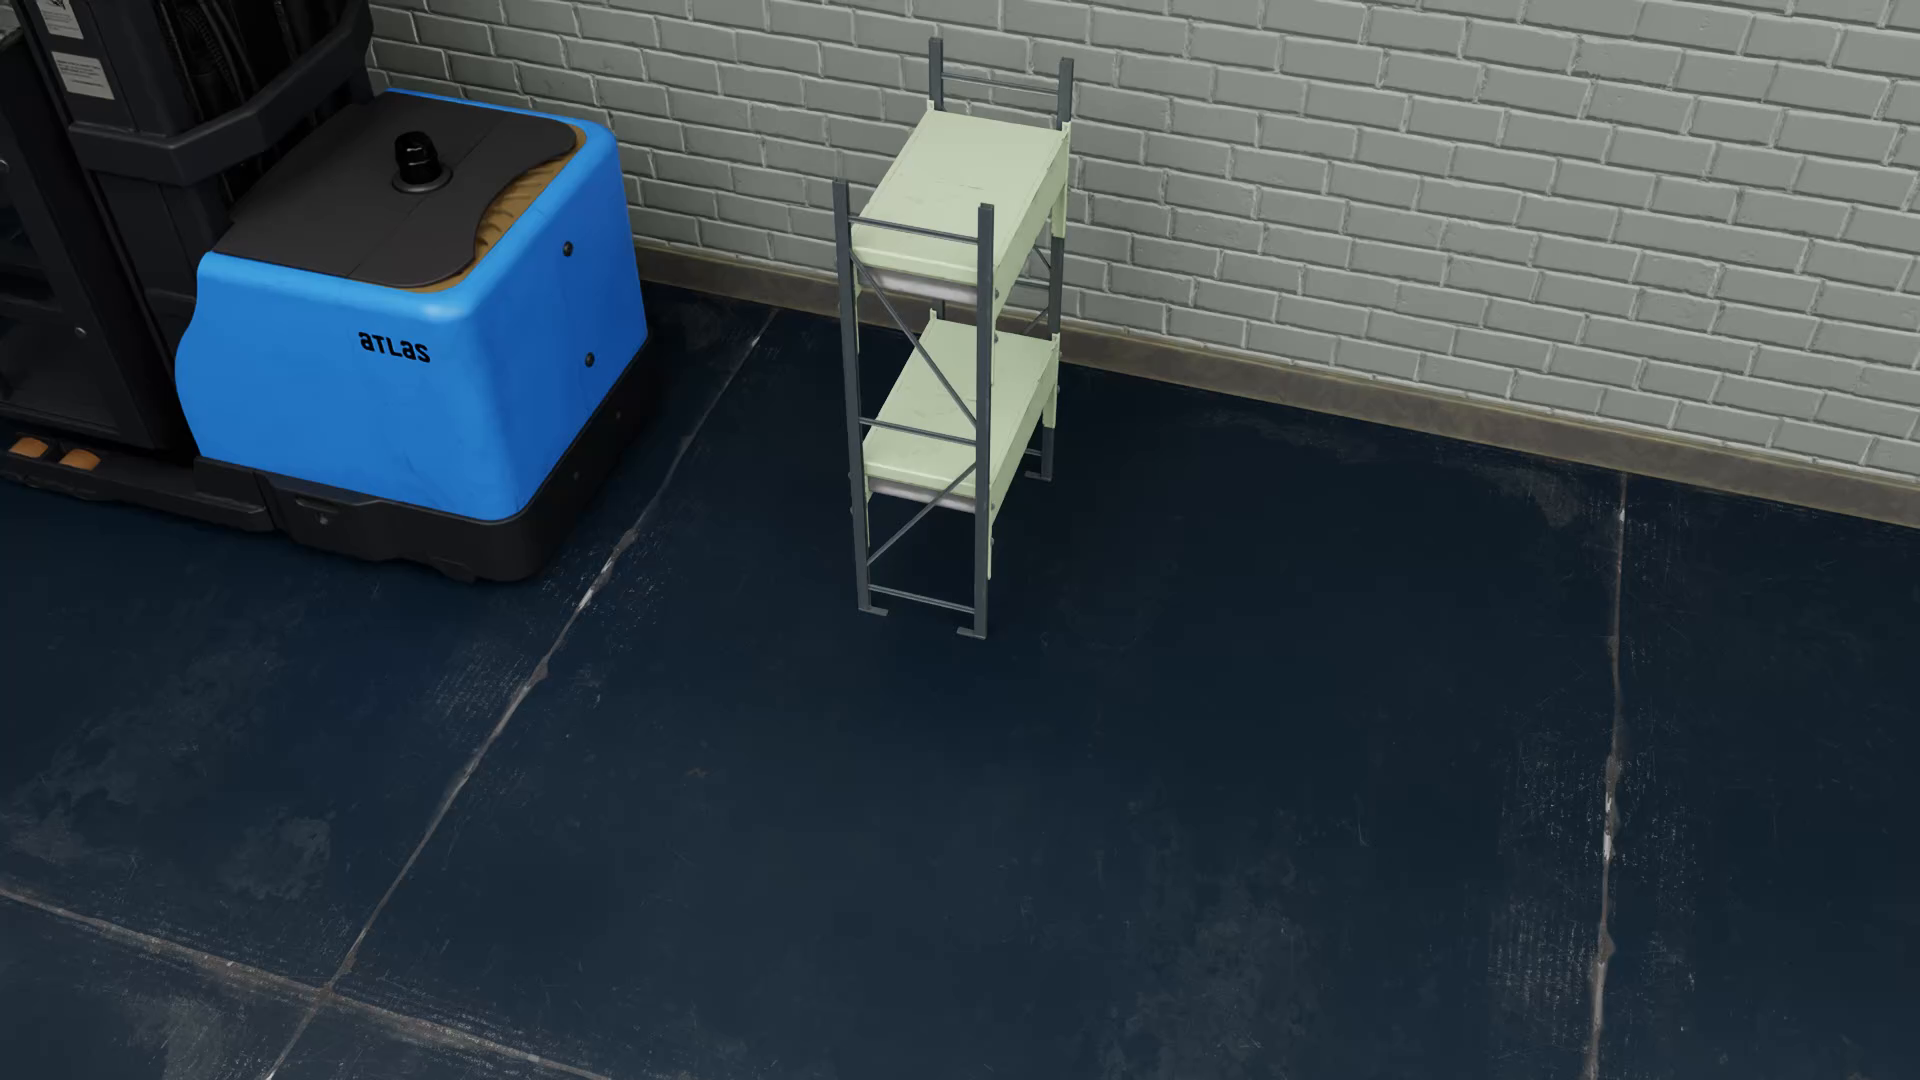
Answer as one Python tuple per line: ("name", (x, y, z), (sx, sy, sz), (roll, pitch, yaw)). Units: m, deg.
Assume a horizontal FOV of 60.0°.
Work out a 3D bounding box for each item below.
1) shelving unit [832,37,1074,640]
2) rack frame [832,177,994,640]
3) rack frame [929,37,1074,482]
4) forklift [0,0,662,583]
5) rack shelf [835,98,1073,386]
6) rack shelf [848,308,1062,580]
("shelving unit", (-0.002, -0.532, 4.721), (0.431, 1.500, 0.755), (13, 46, 12))
("rack frame", (-0.113, -0.288, 4.472), (0.400, 1.500, 0.023), (13, 46, 12))
("rack frame", (0.109, -0.776, 4.970), (0.400, 1.500, 0.023), (13, 46, 12))
("forklift", (-2.592, -1.516, 4.704), (3.031, 2.935, 1.130), (12, 46, 12))
("rack shelf", (-0.002, -0.811, 4.448), (0.431, 0.370, 0.720), (13, 46, 12))
("rack shelf", (-0.002, -0.299, 4.949), (0.431, 0.370, 0.720), (13, 46, 12))
